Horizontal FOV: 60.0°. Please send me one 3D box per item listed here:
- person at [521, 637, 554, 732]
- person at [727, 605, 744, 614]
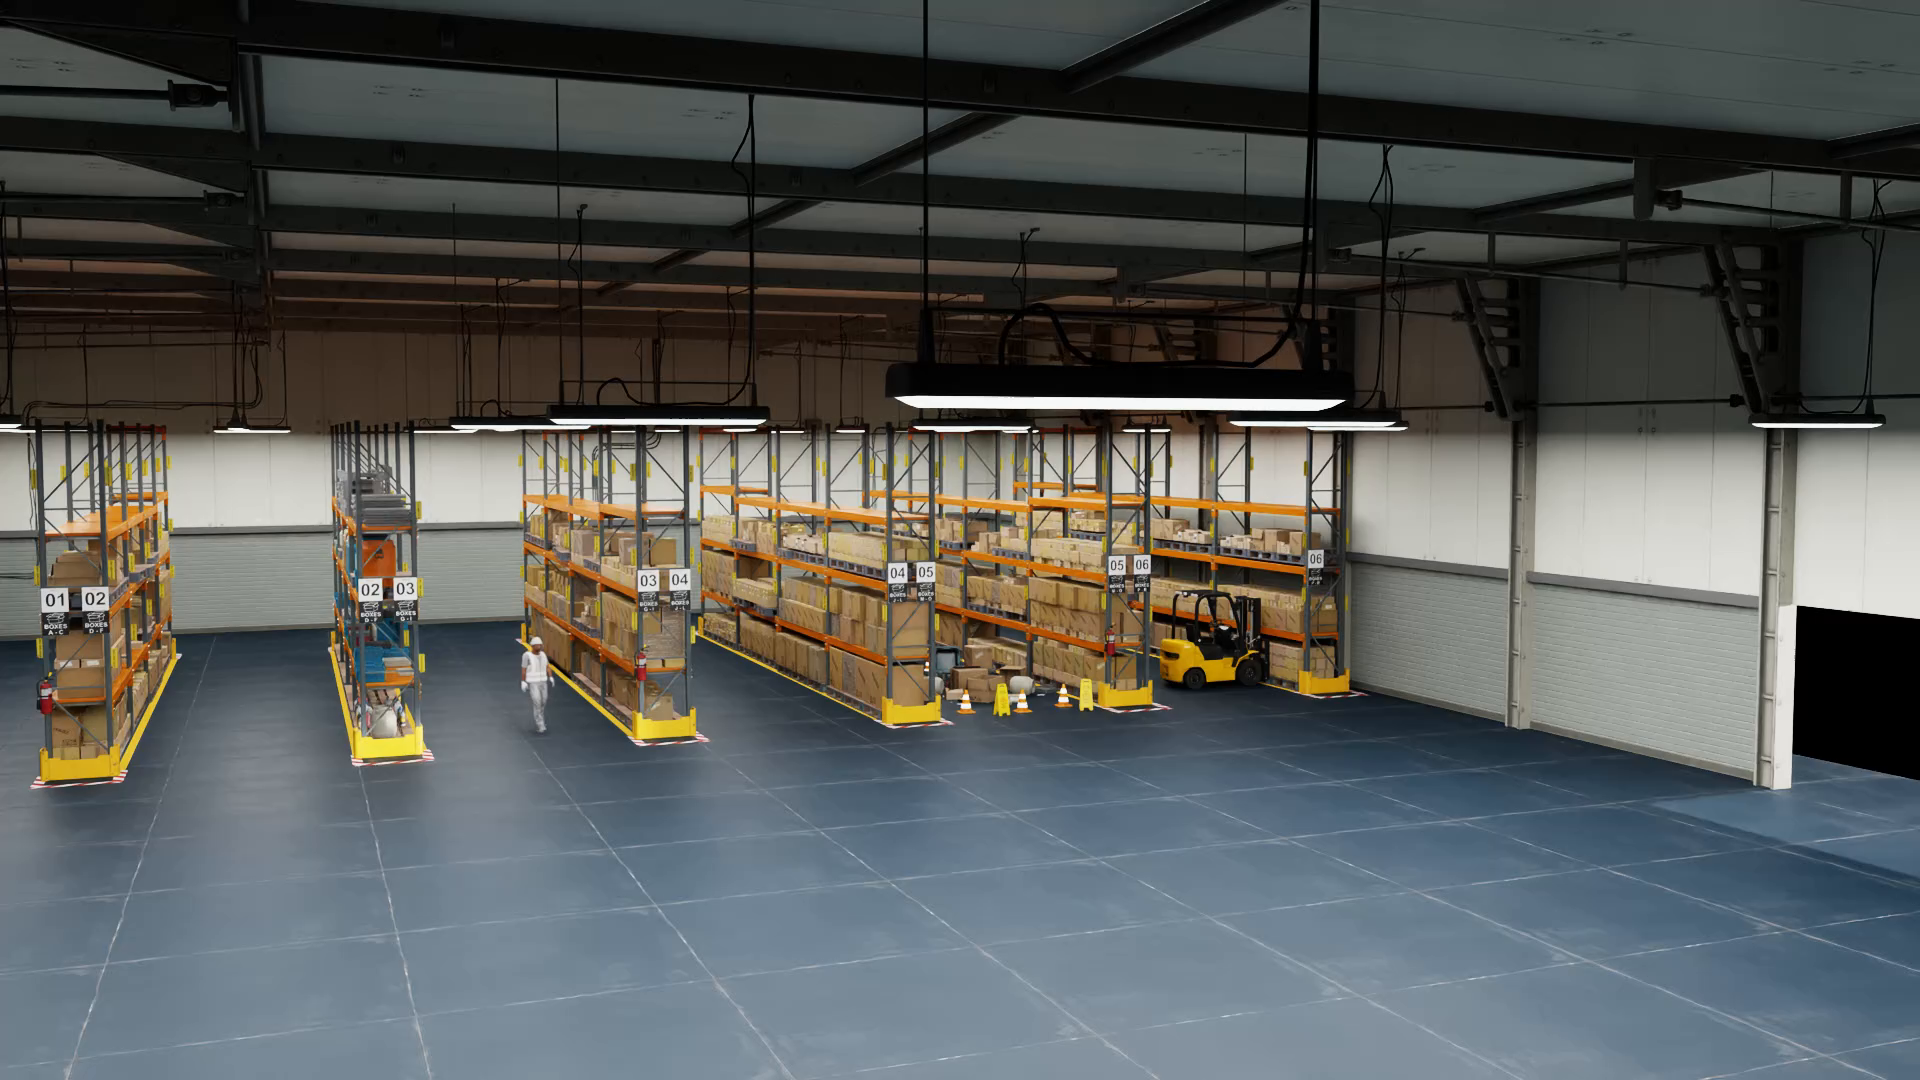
[{"bbox_3d":[-8.181,2.809,32.520,0.715,1.780,0.580,3,5,41],"label":"person"},{"bbox_3d":[-6.641,1.762,49.483,0.838,1.726,0.602,-1,4,-18],"label":"person"}]
